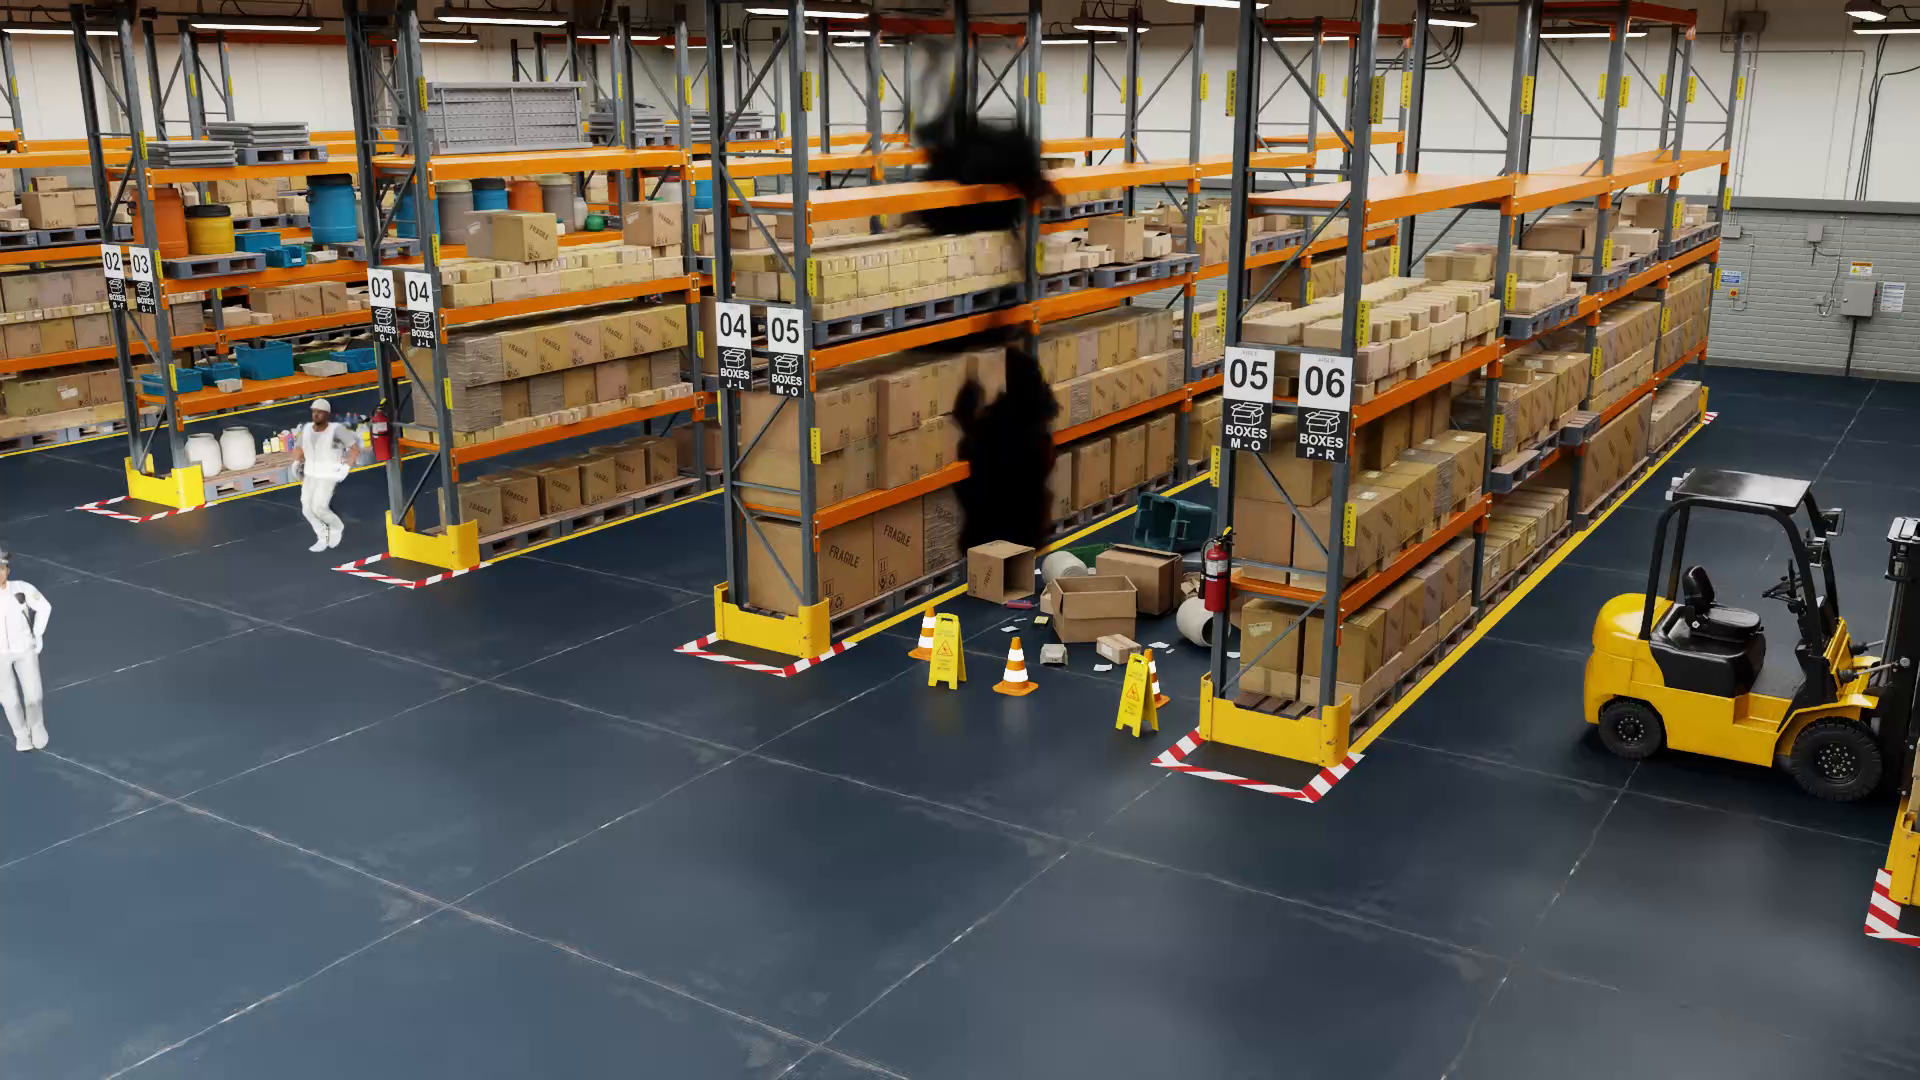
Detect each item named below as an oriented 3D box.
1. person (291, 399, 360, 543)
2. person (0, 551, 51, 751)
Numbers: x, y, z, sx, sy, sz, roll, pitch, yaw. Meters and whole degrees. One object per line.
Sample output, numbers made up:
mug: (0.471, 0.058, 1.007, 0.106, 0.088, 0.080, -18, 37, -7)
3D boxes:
person: (-7.130, -0.741, 18.530, 0.735, 1.655, 0.561, 5, 16, 19)
person: (-7.349, 0.882, 12.911, 0.591, 1.656, 0.599, -8, 18, -27)
